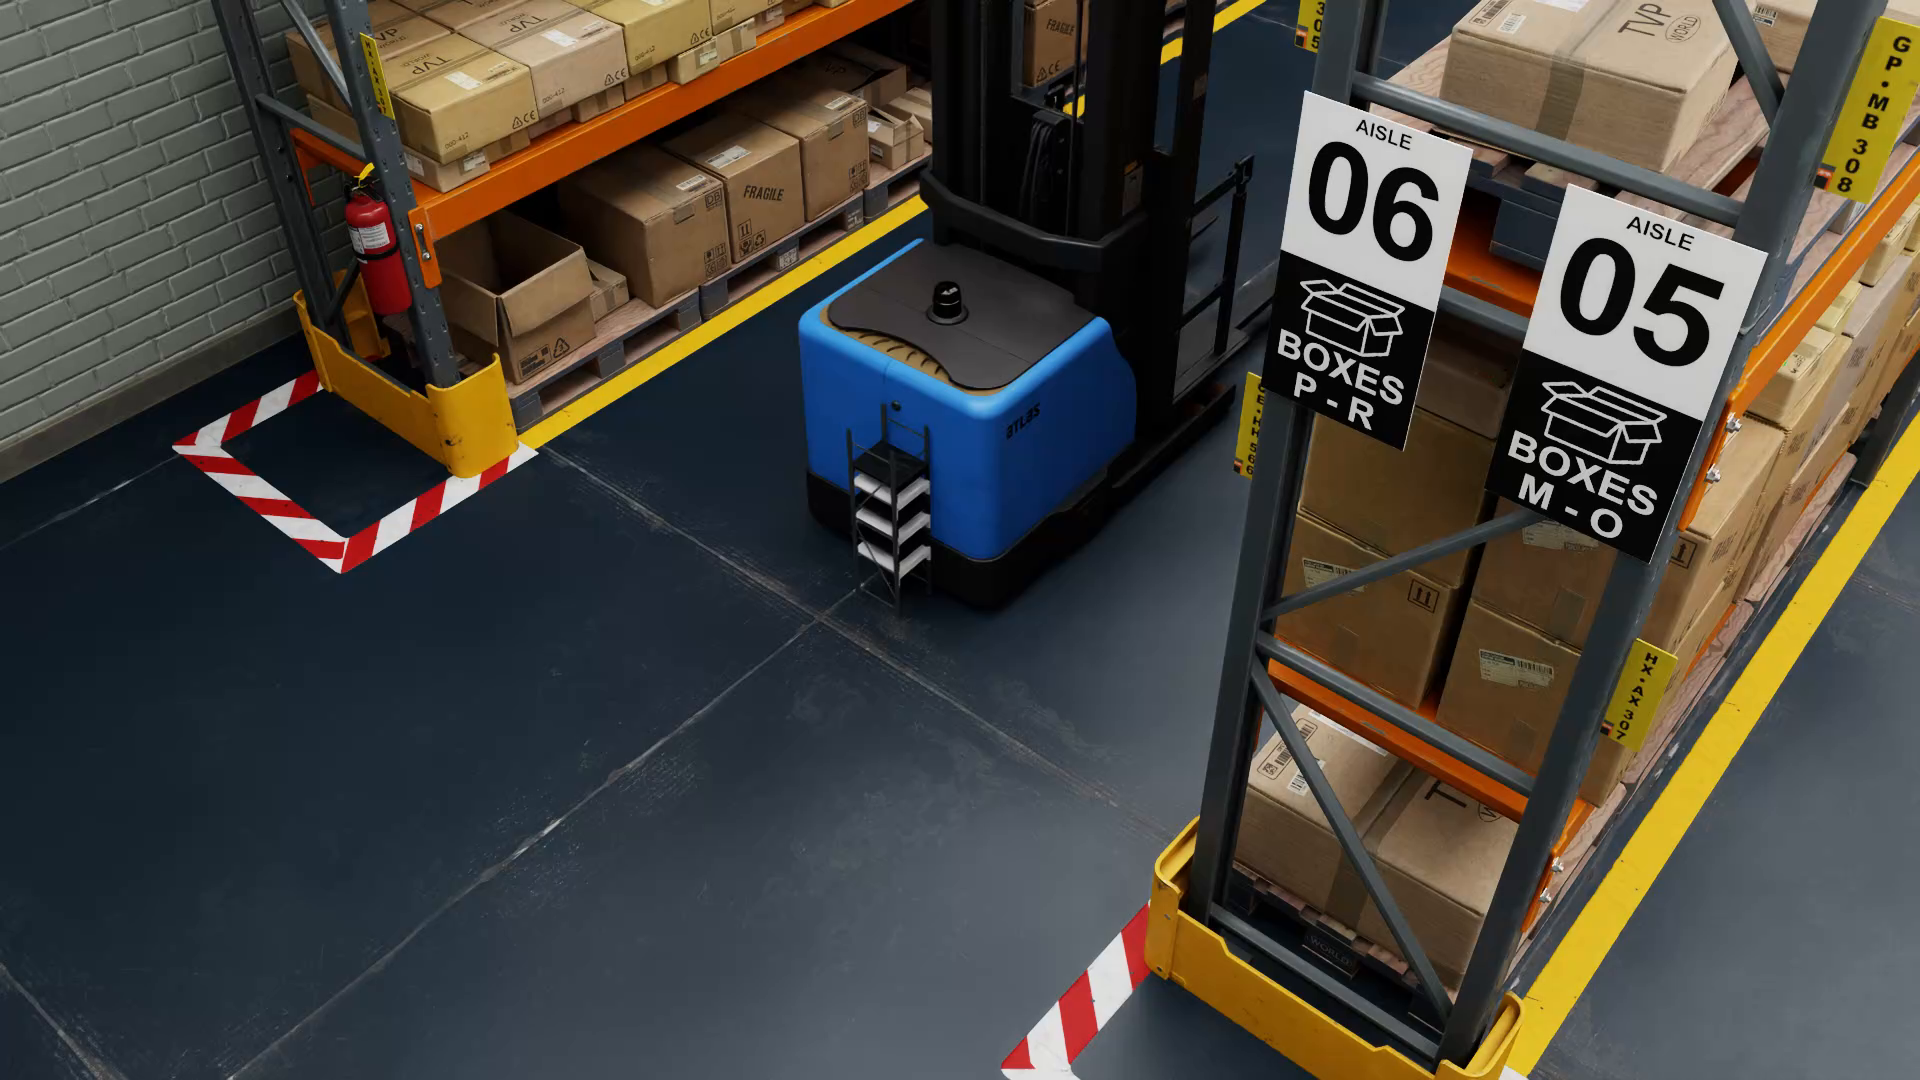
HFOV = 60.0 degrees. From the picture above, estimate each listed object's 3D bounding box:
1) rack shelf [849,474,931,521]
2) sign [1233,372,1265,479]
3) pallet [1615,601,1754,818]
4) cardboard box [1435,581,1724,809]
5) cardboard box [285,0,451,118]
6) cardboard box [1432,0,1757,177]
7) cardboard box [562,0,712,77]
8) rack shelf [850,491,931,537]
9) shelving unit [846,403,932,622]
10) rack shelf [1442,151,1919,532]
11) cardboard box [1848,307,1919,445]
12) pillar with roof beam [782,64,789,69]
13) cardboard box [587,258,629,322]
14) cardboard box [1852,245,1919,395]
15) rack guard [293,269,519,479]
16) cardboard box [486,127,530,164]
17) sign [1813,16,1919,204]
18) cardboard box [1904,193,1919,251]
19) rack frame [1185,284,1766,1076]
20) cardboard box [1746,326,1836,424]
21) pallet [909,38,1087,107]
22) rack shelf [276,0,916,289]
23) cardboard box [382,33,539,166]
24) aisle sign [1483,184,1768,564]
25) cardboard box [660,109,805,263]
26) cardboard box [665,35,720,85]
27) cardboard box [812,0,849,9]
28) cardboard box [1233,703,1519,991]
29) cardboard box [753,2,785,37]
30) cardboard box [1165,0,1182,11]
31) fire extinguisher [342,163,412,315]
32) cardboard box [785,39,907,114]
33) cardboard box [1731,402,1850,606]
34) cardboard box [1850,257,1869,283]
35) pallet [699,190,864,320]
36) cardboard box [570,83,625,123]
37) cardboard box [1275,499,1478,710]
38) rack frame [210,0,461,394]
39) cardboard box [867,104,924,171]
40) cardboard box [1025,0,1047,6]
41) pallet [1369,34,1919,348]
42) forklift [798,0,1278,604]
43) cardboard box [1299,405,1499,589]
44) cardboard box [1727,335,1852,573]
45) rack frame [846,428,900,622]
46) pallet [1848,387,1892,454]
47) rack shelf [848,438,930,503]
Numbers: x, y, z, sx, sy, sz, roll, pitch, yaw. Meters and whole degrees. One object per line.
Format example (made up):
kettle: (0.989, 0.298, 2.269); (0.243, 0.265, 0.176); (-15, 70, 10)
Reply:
rack shelf: (-0.278, -0.208, 6.592); (0.258, 0.077, 0.200); (28, 49, 28)
sign: (0.767, -0.284, 4.296); (0.100, 0.325, 0.005); (29, 50, 28)
pallet: (2.413, 0.435, 6.615); (1.003, 0.211, 1.213); (29, 50, 28)
cardboard box: (1.702, 0.314, 4.600); (0.500, 0.500, 0.500); (29, 50, 28)
cardboard box: (-2.535, -2.079, 7.197); (0.500, 0.250, 0.500); (31, 51, 30)
cardboard box: (1.394, -1.043, 3.663); (0.500, 0.250, 0.500); (25, 48, 25)
cardboard box: (-1.482, -2.367, 7.513); (0.500, 0.250, 0.500); (29, 49, 28)
rack shelf: (-0.278, -0.141, 6.652); (0.258, 0.077, 0.200); (28, 49, 28)
shelving unit: (-0.278, -0.099, 6.690); (0.258, 0.900, 0.210); (28, 49, 28)
rack shelf: (2.460, -1.399, 4.864); (1.077, 0.370, 4.000); (29, 50, 28)
cardboard box: (3.005, -0.740, 5.760); (0.500, 0.500, 0.500); (29, 50, 28)
pillar with roof beam: (2.103, -4.120, 5.092); (9.100, 9.000, 0.400); (29, 50, 28)
cardboard box: (-1.859, -1.249, 8.201); (0.380, 0.149, 0.250); (28, 49, 27)
cardboard box: (2.673, -0.851, 5.139); (0.500, 0.500, 0.500); (30, 50, 29)
rack guard: (-2.579, -0.787, 7.744); (1.175, 0.500, 0.348); (29, 50, 28)
cardboard box: (-2.078, -1.781, 7.166); (0.380, 0.149, 0.250); (31, 51, 29)
sign: (1.594, -0.745, 2.901); (0.100, 0.325, 0.005); (29, 50, 28)
cardboard box: (2.644, -1.016, 4.838); (0.380, 0.149, 0.250); (28, 49, 28)
rack frame: (1.173, 0.474, 4.499); (1.000, 3.000, 0.127); (29, 50, 28)
cardboard box: (1.983, -0.486, 4.255); (0.380, 0.149, 0.250); (31, 51, 30)
pallet: (0.440, -3.136, 10.542); (1.003, 0.211, 1.213); (29, 50, 28)
rack shelf: (-1.341, -2.437, 8.235); (1.077, 0.370, 4.000); (29, 50, 28)
cardboard box: (-2.130, -1.844, 6.939); (0.500, 0.250, 0.500); (30, 50, 29)
aisle sign: (1.349, -0.325, 3.445); (0.394, 0.787, 0.004); (29, 50, 28)
cardboard box: (-1.165, -1.830, 8.578); (0.500, 0.500, 0.500); (30, 50, 29)
cardboard box: (-1.340, -2.272, 7.706); (0.380, 0.149, 0.250); (28, 49, 27)
cardboard box: (-0.698, -2.811, 8.299); (0.380, 0.149, 0.250); (29, 50, 28)
cardboard box: (1.521, 0.884, 5.641); (0.875, 0.438, 0.875); (28, 49, 27)
cardboard box: (-1.073, -2.579, 8.044); (0.380, 0.149, 0.250); (29, 50, 28)
cardboard box: (1.089, -3.648, 10.579); (0.500, 0.500, 0.500); (28, 49, 27)
fire extinguisher: (-2.369, -1.230, 6.708); (0.296, 0.674, 0.183); (29, 50, 28)
cardboard box: (-0.660, -2.655, 9.627); (0.500, 0.311, 0.500); (31, 51, 30)
cardboard box: (2.347, -0.212, 5.179); (0.500, 0.500, 0.500); (29, 50, 28)
cardboard box: (2.267, -0.787, 4.586); (0.380, 0.149, 0.250); (30, 50, 29)
pallet: (-1.282, -1.716, 8.981); (1.003, 0.211, 1.213); (29, 50, 28)
cardboard box: (-1.726, -2.035, 7.446); (0.380, 0.149, 0.250); (31, 51, 30)
cardboard box: (1.281, 0.074, 4.864); (0.500, 0.500, 0.500); (30, 50, 29)
rack frame: (-2.628, -1.673, 6.860); (1.000, 3.000, 0.127); (29, 50, 28)
cardboard box: (-0.418, -2.278, 9.246); (0.396, 0.266, 0.258); (31, 51, 30)
cardboard box: (0.380, -3.273, 9.683); (0.380, 0.149, 0.250); (32, 51, 30)
pallet: (1.643, -0.989, 3.945); (1.003, 0.211, 1.213); (29, 50, 28)
forklift: (0.647, -1.751, 6.997); (1.130, 2.935, 3.031); (28, 49, 28)
cardboard box: (1.301, -0.284, 4.515); (0.500, 0.500, 0.500); (31, 51, 30)
cardboard box: (2.027, -0.326, 4.561); (0.500, 0.500, 0.500); (28, 49, 27)
rack frame: (-0.342, -0.046, 6.632); (0.240, 0.900, 0.006); (28, 49, 28)
pallet: (4.186, -0.984, 8.175); (1.003, 0.211, 1.213); (29, 50, 28)
rack shelf: (-0.278, -0.275, 6.531); (0.258, 0.077, 0.200); (28, 49, 28)
